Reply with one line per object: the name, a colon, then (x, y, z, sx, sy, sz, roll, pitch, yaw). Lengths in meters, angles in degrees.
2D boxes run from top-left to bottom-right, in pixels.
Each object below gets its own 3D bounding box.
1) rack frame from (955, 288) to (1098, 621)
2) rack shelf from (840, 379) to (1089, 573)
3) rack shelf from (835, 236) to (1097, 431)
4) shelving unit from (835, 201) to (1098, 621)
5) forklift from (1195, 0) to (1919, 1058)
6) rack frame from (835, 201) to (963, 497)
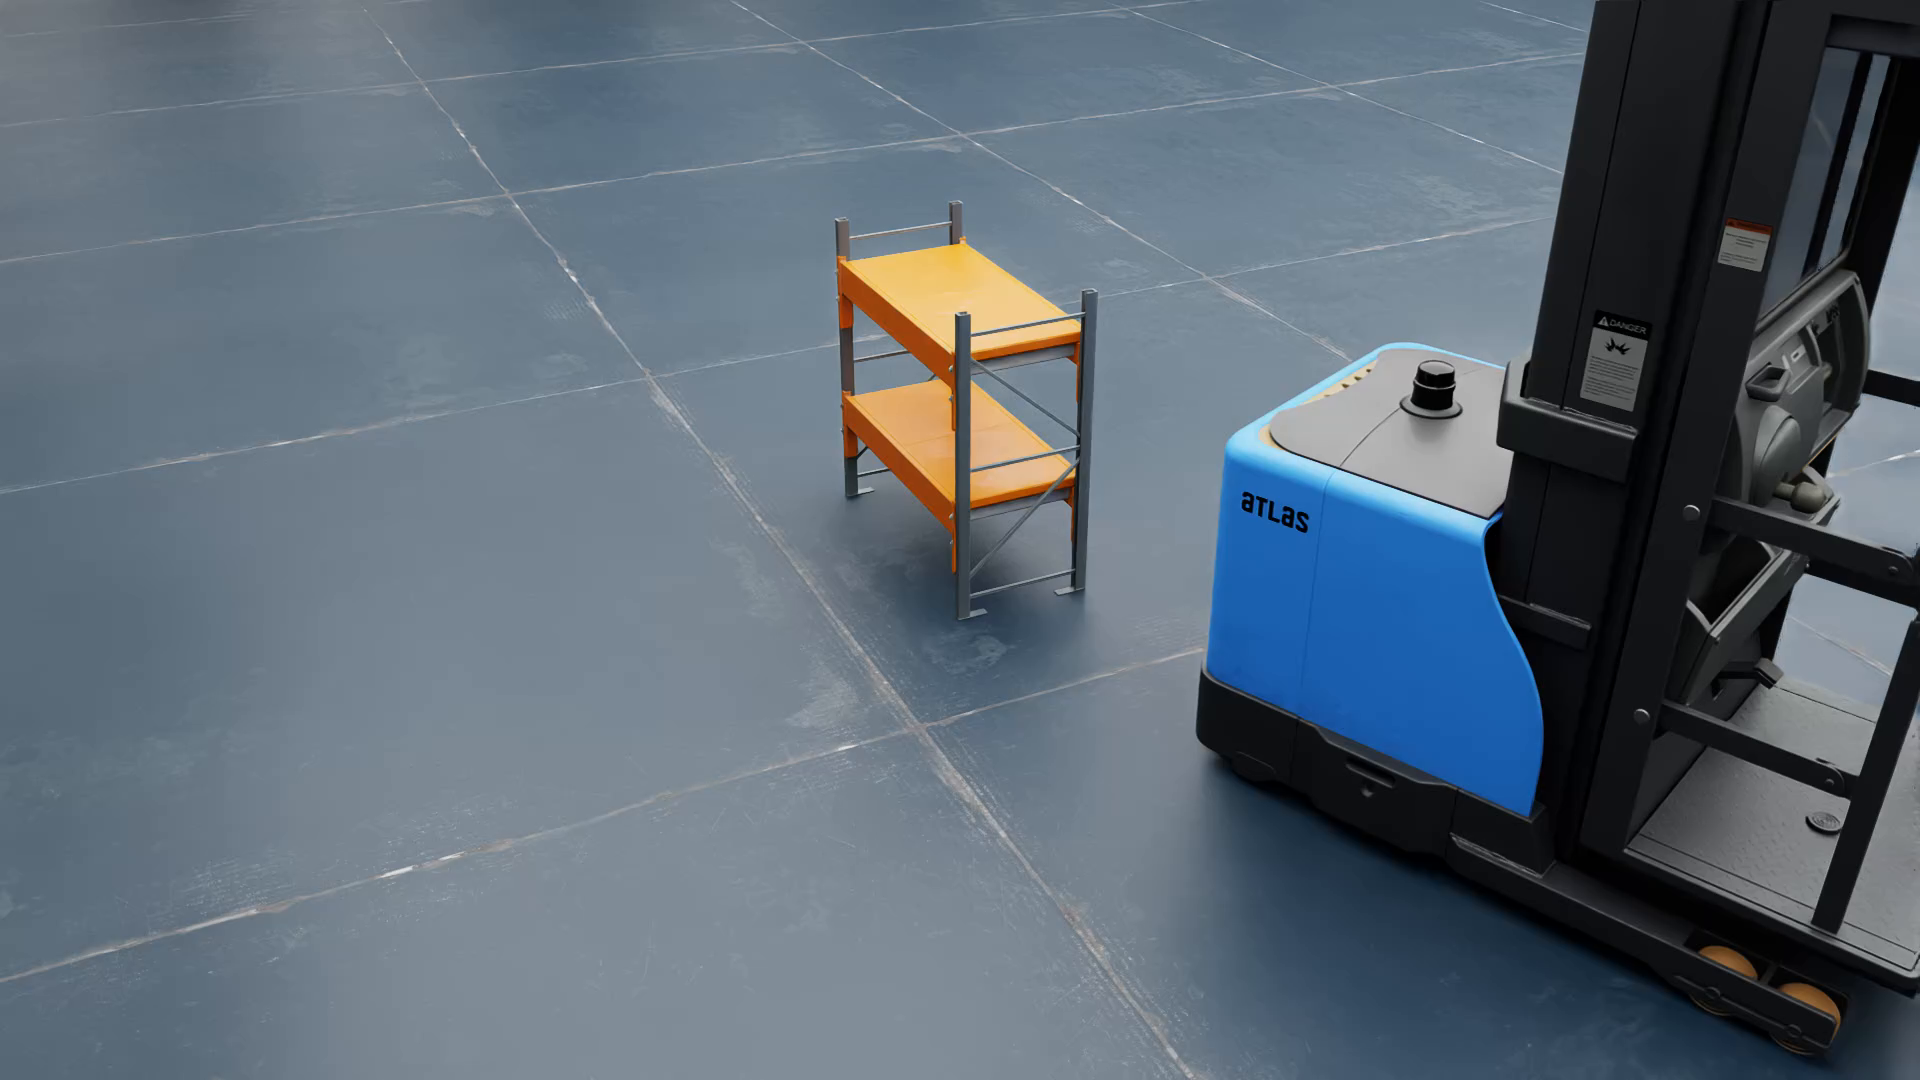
rack frame: (0.215, -0.269, 5.580, 0.500, 1.125, 0.032, -13, 32, -22)
rack shelf: (-0.003, -0.280, 6.100, 0.538, 0.278, 1.000, -13, 32, -22)
rack shelf: (-0.003, -0.749, 5.837, 0.538, 0.278, 1.000, -13, 32, -22)
shelving unit: (-0.003, -0.494, 5.980, 0.538, 1.125, 1.048, -13, 32, -22)
forklift: (2.156, -0.326, 3.834, 3.031, 2.935, 1.130, 23, 37, 35)
rack frame: (-0.221, -0.718, 6.381, 0.500, 1.125, 0.032, -13, 32, -22)
